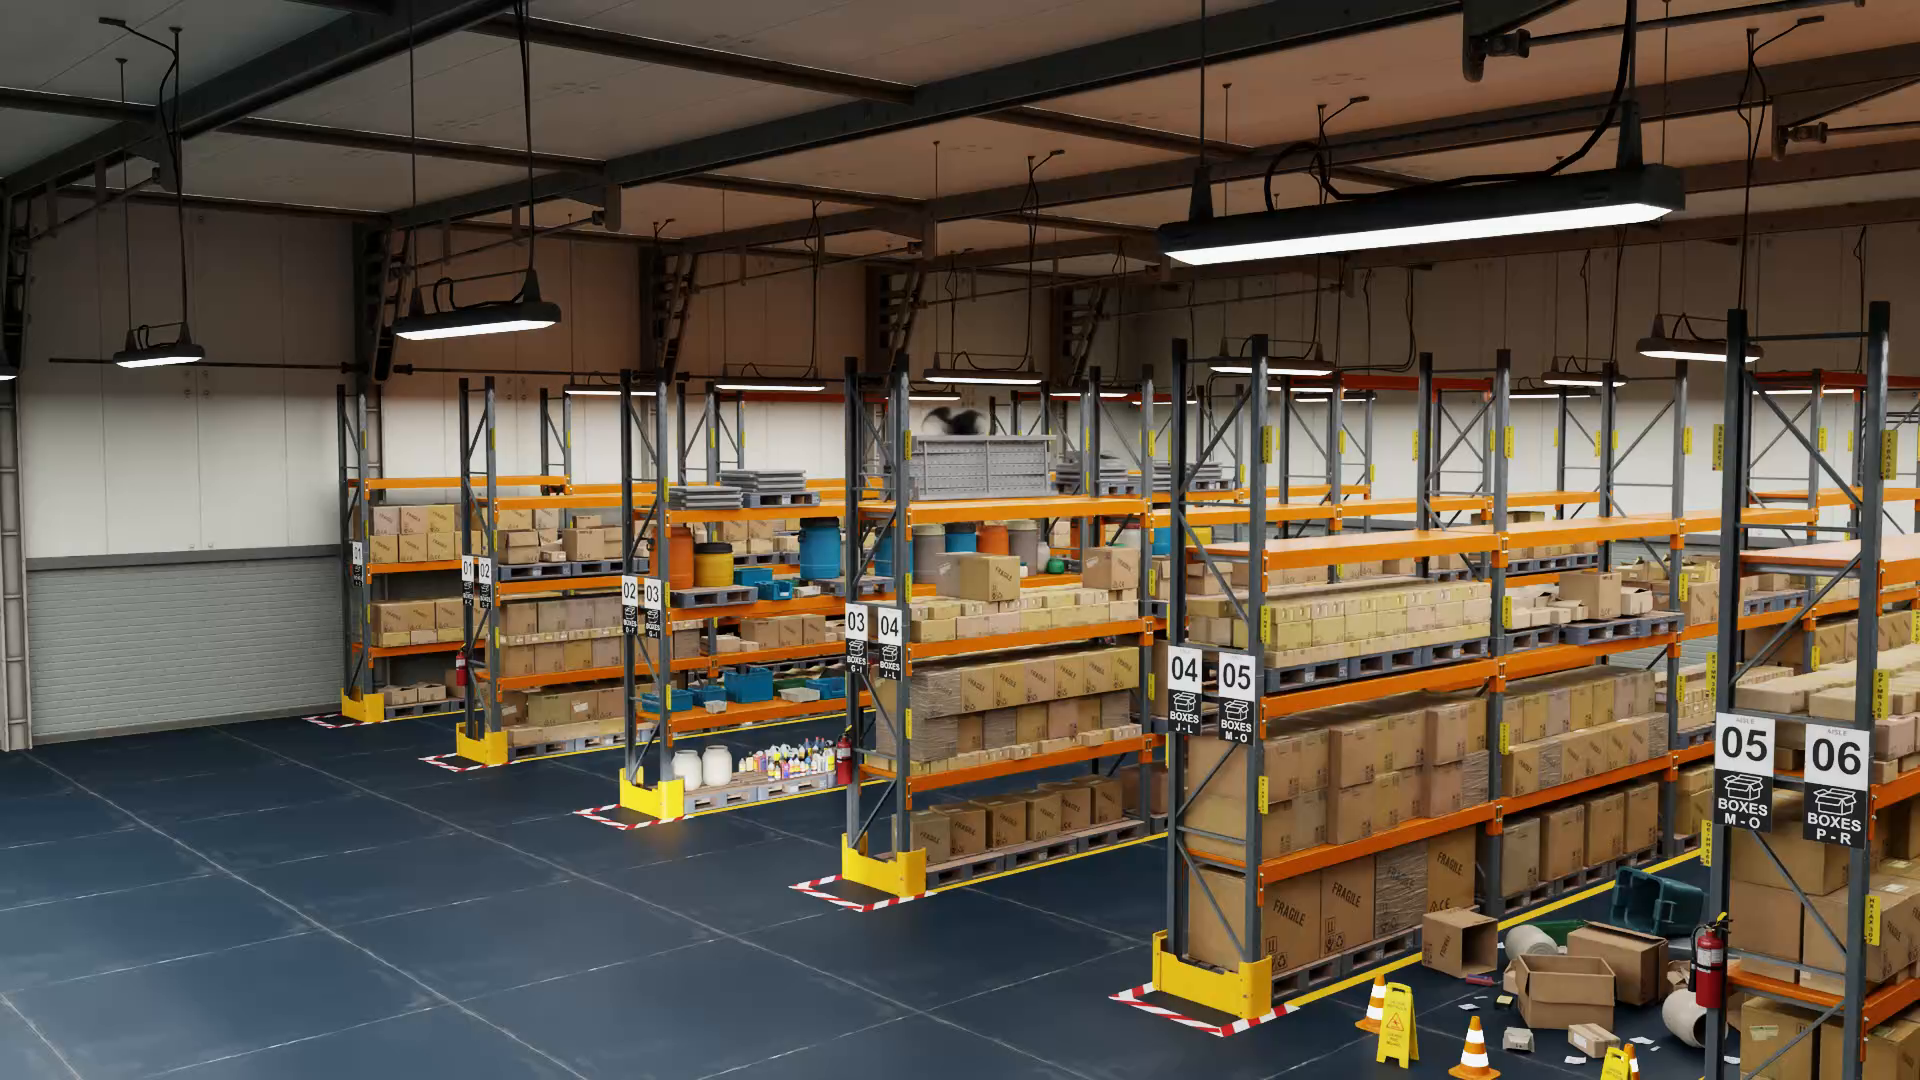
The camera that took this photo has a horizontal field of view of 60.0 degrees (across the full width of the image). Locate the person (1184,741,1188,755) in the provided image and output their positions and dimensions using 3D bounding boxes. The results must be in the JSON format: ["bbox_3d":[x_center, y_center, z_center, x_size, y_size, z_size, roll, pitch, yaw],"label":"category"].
[{"bbox_3d":[3.564,2.705,25.054,0.820,1.702,0.667,-4,5,-44],"label":"person"}]
